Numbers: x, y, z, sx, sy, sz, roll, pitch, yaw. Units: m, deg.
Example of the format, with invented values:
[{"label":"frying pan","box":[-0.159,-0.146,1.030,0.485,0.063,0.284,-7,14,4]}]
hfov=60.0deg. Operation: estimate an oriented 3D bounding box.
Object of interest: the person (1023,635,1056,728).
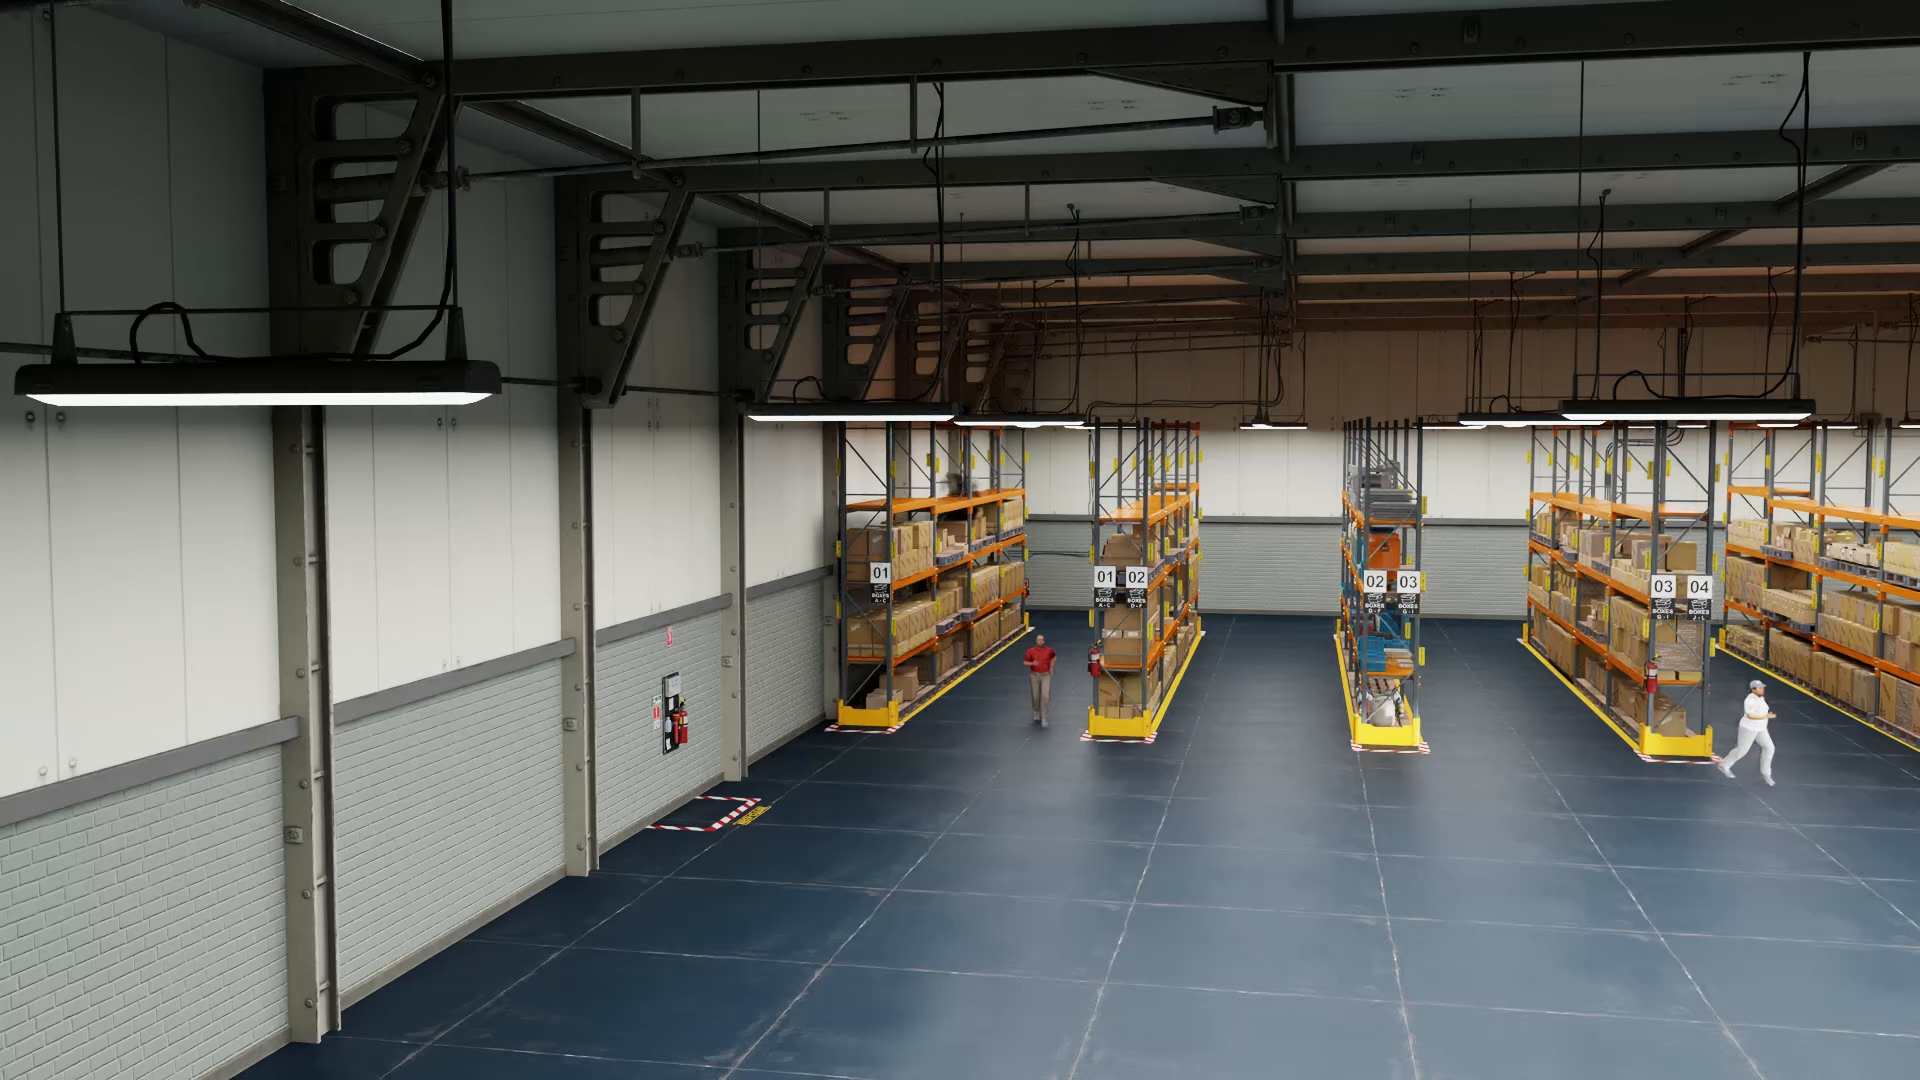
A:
[{"label":"person","box":[1.566,2.733,32.544,0.654,1.762,0.862,0,4,1]}]

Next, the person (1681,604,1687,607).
[{"label":"person","box":[19.071,1.996,44.524,0.808,1.681,0.681,2,4,33]}]

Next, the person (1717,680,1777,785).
[{"label":"person","box":[12.937,3.133,27.229,0.610,1.716,0.881,-3,5,-38]}]
